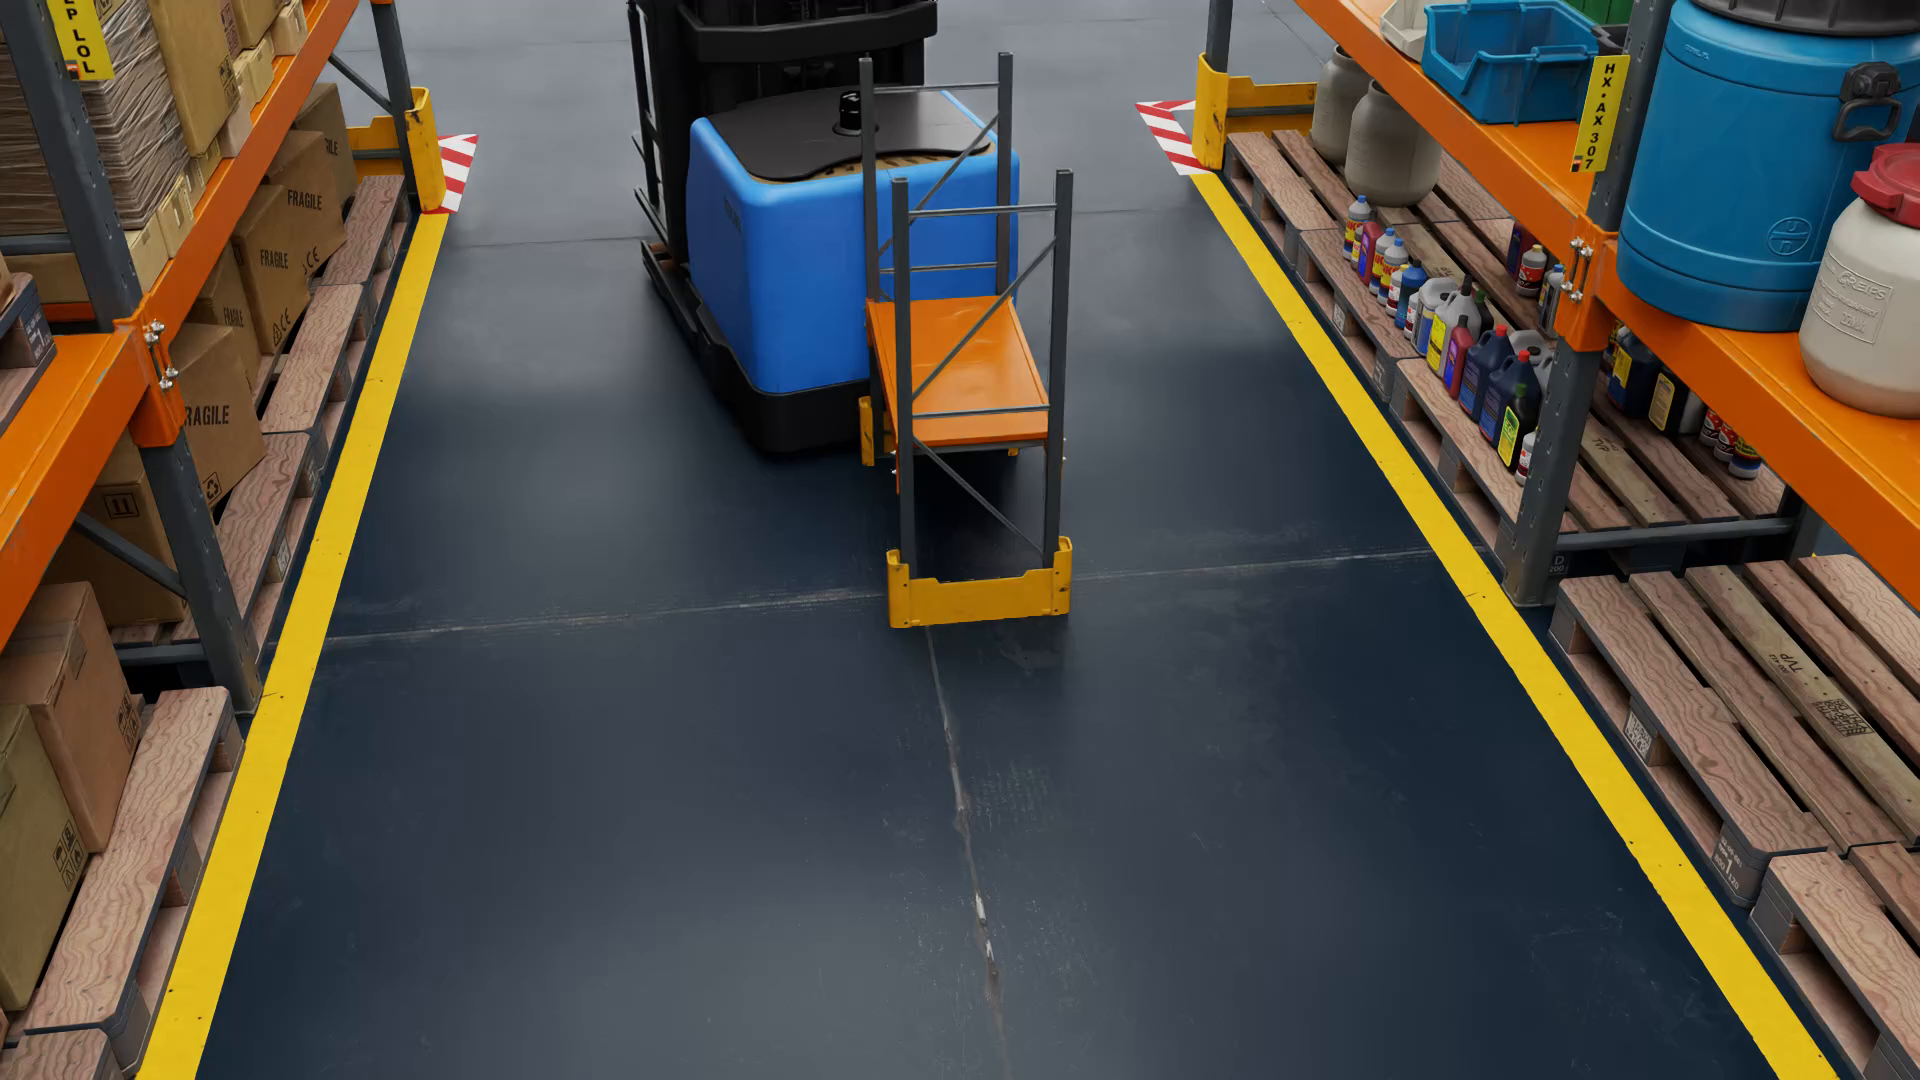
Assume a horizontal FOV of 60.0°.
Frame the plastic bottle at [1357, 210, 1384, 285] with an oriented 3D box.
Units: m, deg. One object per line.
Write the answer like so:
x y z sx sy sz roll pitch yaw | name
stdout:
1.706 -1.212 6.886 0.061 0.283 0.133 -4 34 -6 | plastic bottle

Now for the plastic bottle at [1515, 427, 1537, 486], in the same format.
1.939 -0.288 5.603 0.097 0.201 0.097 0 34 0 | plastic bottle

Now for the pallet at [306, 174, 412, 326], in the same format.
-3.065 -1.290 7.455 1.003 0.211 1.213 -4 35 -6 | pallet

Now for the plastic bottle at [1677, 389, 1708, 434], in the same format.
2.617 -0.529 5.890 0.152 0.276 0.135 -3 34 -5 | plastic bottle

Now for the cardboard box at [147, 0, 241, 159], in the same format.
-2.643 -1.410 4.802 0.875 0.500 0.500 -4 35 -6 | cardboard box

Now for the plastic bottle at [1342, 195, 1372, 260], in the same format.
1.693 -1.334 7.077 0.097 0.271 0.097 0 34 0 | plastic bottle

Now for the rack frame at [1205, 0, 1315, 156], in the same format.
1.758 -3.315 7.951 1.000 3.000 0.127 -4 35 -6 | rack frame

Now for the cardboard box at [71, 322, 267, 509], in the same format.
-2.711 -0.394 5.511 0.500 0.500 0.500 6 35 9 | cardboard box

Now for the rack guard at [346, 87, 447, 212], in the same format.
-3.140 -1.865 8.043 1.175 0.500 0.348 -4 35 -6 | rack guard

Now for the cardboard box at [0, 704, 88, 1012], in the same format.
-2.505 0.755 3.808 0.700 0.500 0.500 -5 35 -7 | cardboard box

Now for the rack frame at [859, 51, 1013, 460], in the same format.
-0.078 -0.946 5.807 0.500 1.500 0.032 -4 35 -7 | rack frame

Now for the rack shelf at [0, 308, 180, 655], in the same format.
-2.343 0.705 2.690 1.077 0.370 4.000 -4 35 -6 | rack shelf

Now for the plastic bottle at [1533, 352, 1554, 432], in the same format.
2.067 -0.519 5.809 0.144 0.351 0.185 -4 35 -6 | plastic bottle

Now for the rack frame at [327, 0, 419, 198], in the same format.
-3.150 -2.940 7.401 1.000 3.000 0.127 -4 35 -6 | rack frame

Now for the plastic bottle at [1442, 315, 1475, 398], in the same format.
1.835 -0.675 6.098 0.061 0.283 0.133 -2 34 -3 | plastic bottle

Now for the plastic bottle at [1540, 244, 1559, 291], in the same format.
2.465 -1.160 6.816 0.152 0.276 0.135 -5 35 -8 | plastic bottle

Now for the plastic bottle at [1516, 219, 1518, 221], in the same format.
2.440 -1.349 7.160 0.097 0.201 0.097 0 34 0 | plastic bottle

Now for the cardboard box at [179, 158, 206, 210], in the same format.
-2.424 -1.025 4.814 0.380 0.149 0.250 -4 35 -6 | cardboard box

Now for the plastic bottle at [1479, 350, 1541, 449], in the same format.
1.924 -0.508 5.793 0.144 0.351 0.185 -5 35 -8 | plastic bottle

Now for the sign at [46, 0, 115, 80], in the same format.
-2.062 -1.231 3.864 0.100 0.325 0.005 -4 35 -6 | sign

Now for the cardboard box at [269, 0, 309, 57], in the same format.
-2.601 -1.864 6.045 0.380 0.149 0.250 -4 35 -6 | cardboard box

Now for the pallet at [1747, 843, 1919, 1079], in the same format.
2.608 1.187 3.821 1.003 0.211 1.213 -4 35 -6 | pallet

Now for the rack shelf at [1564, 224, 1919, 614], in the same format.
2.565 0.330 3.241 1.077 0.370 4.000 -4 35 -6 | rack shelf

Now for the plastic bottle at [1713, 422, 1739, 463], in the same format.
2.674 -0.376 5.733 0.097 0.201 0.097 0 34 0 | plastic bottle

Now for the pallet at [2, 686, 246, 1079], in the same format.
-2.506 0.878 4.273 1.003 0.211 1.213 -4 35 -6 | pallet

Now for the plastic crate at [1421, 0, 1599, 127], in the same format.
1.878 -1.619 5.594 0.499 0.251 0.616 -4 35 -6 | plastic crate

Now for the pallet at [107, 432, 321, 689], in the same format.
-2.737 0.072 5.457 1.003 0.211 1.213 -4 35 -6 | pallet

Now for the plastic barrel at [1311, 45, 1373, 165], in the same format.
1.922 -2.099 8.003 0.421 0.512 0.421 0 34 0 | plastic barrel

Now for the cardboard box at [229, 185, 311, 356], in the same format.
-2.903 -1.049 6.473 0.500 0.500 0.500 -1 34 -2 | cardboard box

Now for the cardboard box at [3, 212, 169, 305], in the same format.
-2.343 -0.747 4.406 0.380 0.149 0.250 -4 35 -6 | cardboard box

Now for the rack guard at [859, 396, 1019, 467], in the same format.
-0.075 -0.419 6.143 0.587 0.250 0.087 -4 35 -7 | rack guard

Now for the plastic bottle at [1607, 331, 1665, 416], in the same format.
2.456 -0.641 5.989 0.144 0.351 0.185 -4 35 -6 | plastic bottle

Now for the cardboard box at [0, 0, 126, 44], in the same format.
-2.420 -1.556 4.129 0.500 0.500 0.500 -4 35 -6 | cardboard box

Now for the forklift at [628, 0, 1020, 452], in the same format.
-0.780 -2.355 6.603 1.130 2.935 3.031 -12 36 -18 | forklift

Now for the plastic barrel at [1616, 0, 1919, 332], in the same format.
2.048 -1.052 4.185 0.600 0.901 0.708 -4 35 -6 | plastic barrel

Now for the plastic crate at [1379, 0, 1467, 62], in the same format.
1.827 -1.861 6.052 0.530 0.136 0.437 -4 35 -6 | plastic crate

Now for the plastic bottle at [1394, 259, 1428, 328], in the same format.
1.780 -0.974 6.548 0.097 0.271 0.097 0 34 0 | plastic bottle

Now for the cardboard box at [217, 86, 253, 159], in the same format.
-2.460 -1.306 5.227 0.380 0.149 0.250 -4 35 -6 | cardboard box

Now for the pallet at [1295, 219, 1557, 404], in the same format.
2.080 -0.991 7.017 1.003 0.211 1.213 -4 35 -6 | pallet

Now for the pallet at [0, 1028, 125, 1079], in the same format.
-2.338 1.561 3.272 1.003 0.211 1.213 -4 35 -6 | pallet

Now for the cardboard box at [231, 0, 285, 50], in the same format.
-2.837 -1.963 5.615 0.875 0.500 0.500 -4 35 -6 | cardboard box

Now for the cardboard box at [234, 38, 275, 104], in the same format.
-2.558 -1.583 5.633 0.380 0.149 0.250 -4 35 -6 | cardboard box

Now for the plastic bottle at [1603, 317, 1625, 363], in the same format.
2.517 -0.804 6.298 0.097 0.271 0.097 0 34 0 | plastic bottle

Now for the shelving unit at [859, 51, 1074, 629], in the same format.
-0.006 -0.658 5.383 0.587 1.500 1.083 -4 35 -7 | shelving unit

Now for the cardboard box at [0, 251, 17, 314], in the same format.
-2.644 -0.676 3.172 1.000 1.000 1.000 -4 34 -6 | cardboard box

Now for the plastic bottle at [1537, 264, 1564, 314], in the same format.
2.377 -1.003 6.653 0.097 0.201 0.097 0 34 0 | plastic bottle

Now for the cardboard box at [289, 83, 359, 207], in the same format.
-3.082 -1.731 7.473 0.500 0.500 0.500 2 34 2 | cardboard box

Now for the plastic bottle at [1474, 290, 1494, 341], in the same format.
1.953 -0.790 6.266 0.061 0.283 0.133 -4 35 -6 | plastic bottle

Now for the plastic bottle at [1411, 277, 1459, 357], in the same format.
1.837 -0.855 6.370 0.152 0.276 0.135 -4 34 -6 | plastic bottle

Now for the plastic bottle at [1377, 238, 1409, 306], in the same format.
1.753 -1.087 6.714 0.097 0.271 0.097 0 34 0 | plastic bottle
